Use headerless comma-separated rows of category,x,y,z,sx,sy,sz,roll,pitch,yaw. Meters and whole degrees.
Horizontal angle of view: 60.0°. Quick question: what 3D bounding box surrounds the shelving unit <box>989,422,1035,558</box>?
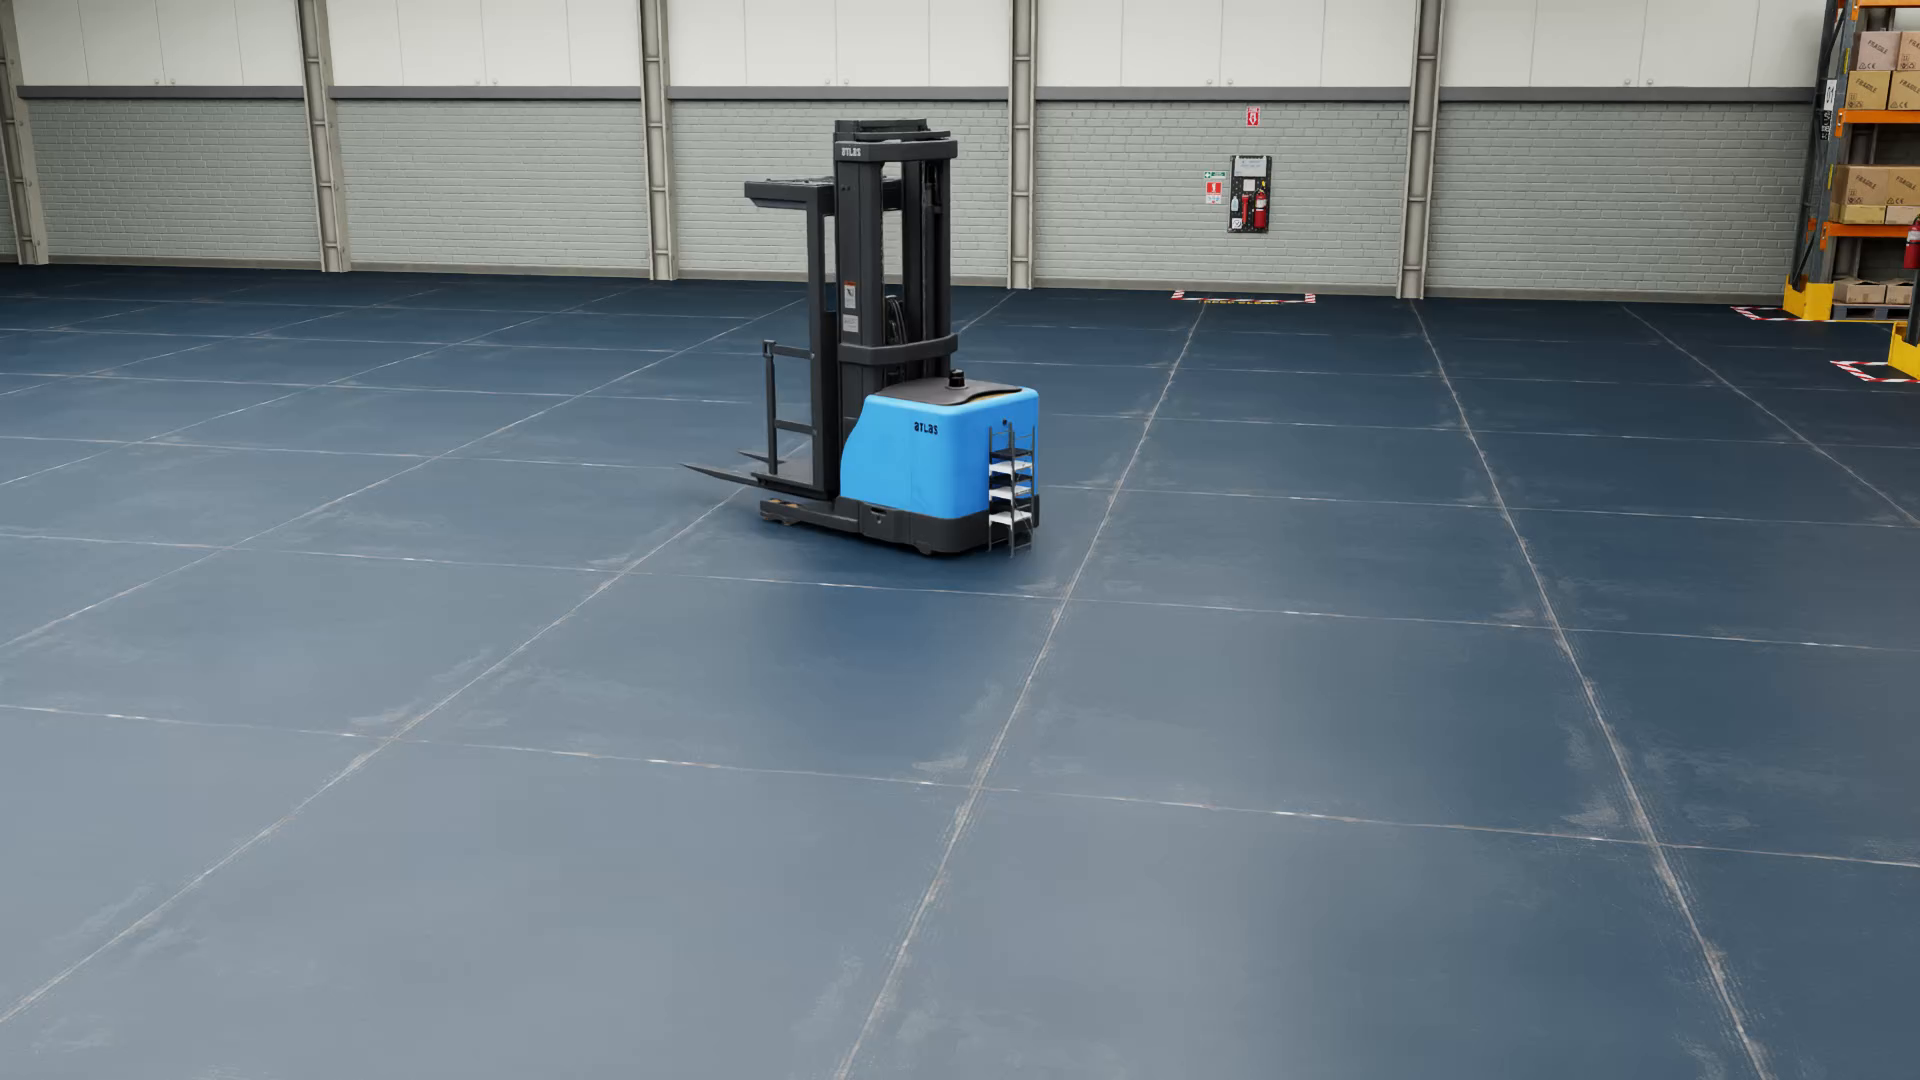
shelving unit,0.359,-0.350,11.570,0.210,0.900,0.258,13,20,39

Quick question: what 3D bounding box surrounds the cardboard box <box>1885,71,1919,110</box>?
cardboard box,12.669,-6.018,22.254,0.500,0.500,0.500,4,16,15

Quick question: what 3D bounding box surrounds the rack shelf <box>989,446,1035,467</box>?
rack shelf,0.359,-0.578,11.507,0.200,0.077,0.258,13,20,39

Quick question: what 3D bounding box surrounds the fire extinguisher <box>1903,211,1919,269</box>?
fire extinguisher,10.865,-3.430,18.900,0.183,0.674,0.296,3,16,11

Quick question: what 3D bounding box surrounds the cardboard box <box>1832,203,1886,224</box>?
cardboard box,12.286,-4.464,22.731,0.500,0.250,0.500,3,16,9

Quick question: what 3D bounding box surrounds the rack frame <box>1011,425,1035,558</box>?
rack frame,0.436,-0.332,11.506,0.006,0.900,0.240,13,20,39

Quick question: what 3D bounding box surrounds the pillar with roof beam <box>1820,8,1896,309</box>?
pillar with roof beam,11.872,-6.589,18.923,0.400,9.000,9.100,3,16,11

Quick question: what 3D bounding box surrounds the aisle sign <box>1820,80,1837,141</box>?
aisle sign,11.741,-5.814,22.491,0.004,0.787,0.394,3,16,11

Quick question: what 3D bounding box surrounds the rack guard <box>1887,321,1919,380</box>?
rack guard,10.864,-2.136,18.766,0.348,0.500,1.175,3,16,11

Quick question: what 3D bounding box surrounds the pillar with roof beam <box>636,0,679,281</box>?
pillar with roof beam,-5.767,-7.547,22.380,0.400,9.000,9.100,3,16,11

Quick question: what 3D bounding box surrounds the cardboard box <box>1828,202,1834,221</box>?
cardboard box,12.368,-4.599,23.218,0.500,0.250,0.500,3,16,12

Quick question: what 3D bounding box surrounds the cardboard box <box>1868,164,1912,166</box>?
cardboard box,12.867,-4.935,23.029,0.500,0.500,0.500,3,16,12

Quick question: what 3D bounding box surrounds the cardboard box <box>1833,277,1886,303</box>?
cardboard box,12.532,-3.491,23.189,0.500,0.311,0.500,1,16,5

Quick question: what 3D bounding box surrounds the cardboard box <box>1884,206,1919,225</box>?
cardboard box,12.798,-4.440,22.645,0.500,0.250,0.500,3,16,9

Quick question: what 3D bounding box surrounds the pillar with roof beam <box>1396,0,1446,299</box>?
pillar with roof beam,5.992,-6.909,20.075,0.400,9.000,9.100,3,16,11

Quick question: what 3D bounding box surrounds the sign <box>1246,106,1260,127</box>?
sign,4.448,-6.429,25.239,0.199,0.298,0.001,3,16,11

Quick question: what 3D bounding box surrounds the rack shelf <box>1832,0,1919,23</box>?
rack shelf,13.831,-7.072,22.019,4.000,0.370,1.077,3,16,11

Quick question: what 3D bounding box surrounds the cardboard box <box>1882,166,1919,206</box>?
cardboard box,12.762,-4.801,22.545,0.500,0.500,0.500,3,16,11

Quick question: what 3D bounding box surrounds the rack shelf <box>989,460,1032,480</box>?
rack shelf,0.359,-0.491,11.531,0.200,0.077,0.258,13,20,39

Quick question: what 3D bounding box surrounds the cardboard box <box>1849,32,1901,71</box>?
cardboard box,12.201,-6.537,22.254,0.500,0.500,0.500,2,16,7

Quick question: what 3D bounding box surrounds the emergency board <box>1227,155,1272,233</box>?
emergency board,4.436,-5.285,25.452,0.643,1.169,0.194,3,16,11

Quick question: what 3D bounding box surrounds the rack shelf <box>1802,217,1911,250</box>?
rack shelf,13.831,-4.182,22.819,4.000,0.370,1.077,3,16,11

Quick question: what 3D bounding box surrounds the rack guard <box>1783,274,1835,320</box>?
rack guard,11.946,-3.427,23.426,0.348,0.500,1.175,3,16,11

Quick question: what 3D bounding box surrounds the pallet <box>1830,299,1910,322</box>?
pallet,12.735,-3.235,23.275,1.213,0.211,1.003,3,16,11

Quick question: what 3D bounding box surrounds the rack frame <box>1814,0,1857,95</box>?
rack frame,11.872,-7.527,22.306,0.127,3.000,1.000,3,16,11

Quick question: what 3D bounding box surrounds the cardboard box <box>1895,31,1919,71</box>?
cardboard box,12.682,-6.497,22.110,0.500,0.500,0.500,3,16,10

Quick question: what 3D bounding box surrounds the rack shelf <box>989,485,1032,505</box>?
rack shelf,0.359,-0.318,11.579,0.200,0.077,0.258,13,20,39

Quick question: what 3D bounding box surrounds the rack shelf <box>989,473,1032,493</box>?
rack shelf,0.359,-0.405,11.555,0.200,0.077,0.258,13,20,39

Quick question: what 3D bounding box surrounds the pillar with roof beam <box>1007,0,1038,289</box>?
pillar with roof beam,0.113,-7.228,21.228,0.400,9.000,9.100,3,16,11

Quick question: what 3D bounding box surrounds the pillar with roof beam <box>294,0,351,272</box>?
pillar with roof beam,-11.647,-7.866,23.532,0.400,9.000,9.100,3,16,11

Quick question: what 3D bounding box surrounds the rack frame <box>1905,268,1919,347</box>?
rack frame,10.888,-3.339,18.428,0.127,3.000,1.000,3,16,11

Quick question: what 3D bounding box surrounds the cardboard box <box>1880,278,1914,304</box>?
cardboard box,13.090,-3.461,23.080,0.500,0.311,0.500,4,16,16

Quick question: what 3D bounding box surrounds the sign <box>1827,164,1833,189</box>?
sign,11.764,-4.911,22.479,0.005,0.325,0.100,3,16,11

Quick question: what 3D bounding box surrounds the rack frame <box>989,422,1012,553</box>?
rack frame,0.282,-0.368,11.634,0.006,0.900,0.240,13,20,39

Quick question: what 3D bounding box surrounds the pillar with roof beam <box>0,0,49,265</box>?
pillar with roof beam,-17.526,-8.185,24.684,0.400,9.000,9.100,3,16,11

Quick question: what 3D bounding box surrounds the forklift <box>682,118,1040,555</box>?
forklift,-0.871,-1.612,12.321,3.031,2.935,1.130,13,20,39

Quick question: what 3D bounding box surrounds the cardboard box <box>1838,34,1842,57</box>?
cardboard box,12.346,-6.666,22.721,0.500,0.500,0.500,4,16,14

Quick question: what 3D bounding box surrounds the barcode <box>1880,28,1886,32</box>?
barcode,12.667,-6.993,22.816,0.075,0.075,0.001,3,16,11

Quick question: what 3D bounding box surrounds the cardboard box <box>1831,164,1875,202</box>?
cardboard box,12.376,-4.965,23.135,0.500,0.500,0.500,3,16,10

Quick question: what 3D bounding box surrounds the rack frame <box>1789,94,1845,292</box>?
rack frame,11.872,-4.635,23.107,0.127,3.000,1.000,3,16,11

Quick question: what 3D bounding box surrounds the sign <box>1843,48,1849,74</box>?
sign,11.764,-6.360,22.078,0.005,0.325,0.100,3,16,11

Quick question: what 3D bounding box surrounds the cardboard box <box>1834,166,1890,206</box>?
cardboard box,12.279,-4.830,22.649,0.500,0.500,0.500,3,16,11

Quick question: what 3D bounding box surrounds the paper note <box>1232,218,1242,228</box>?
paper note,4.276,-4.888,25.669,0.142,0.148,0.016,3,16,11

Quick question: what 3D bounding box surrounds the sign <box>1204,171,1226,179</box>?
sign,3.918,-5.611,25.571,0.331,0.109,0.001,3,16,11

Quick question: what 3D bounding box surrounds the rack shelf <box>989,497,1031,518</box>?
rack shelf,0.359,-0.231,11.603,0.200,0.077,0.258,13,20,39

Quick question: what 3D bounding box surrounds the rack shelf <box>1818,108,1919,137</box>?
rack shelf,13.831,-5.628,22.419,4.000,0.370,1.077,3,16,11

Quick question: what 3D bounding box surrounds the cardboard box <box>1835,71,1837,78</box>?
cardboard box,12.331,-6.183,22.850,0.500,0.500,0.500,4,16,15

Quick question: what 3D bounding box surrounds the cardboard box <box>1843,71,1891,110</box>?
cardboard box,12.149,-6.056,22.390,0.500,0.500,0.500,4,16,13

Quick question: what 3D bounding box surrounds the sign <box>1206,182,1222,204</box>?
sign,3.915,-5.359,25.651,0.234,0.329,0.001,3,16,11

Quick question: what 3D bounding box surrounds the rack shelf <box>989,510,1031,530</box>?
rack shelf,0.359,-0.145,11.627,0.200,0.077,0.258,13,20,39
